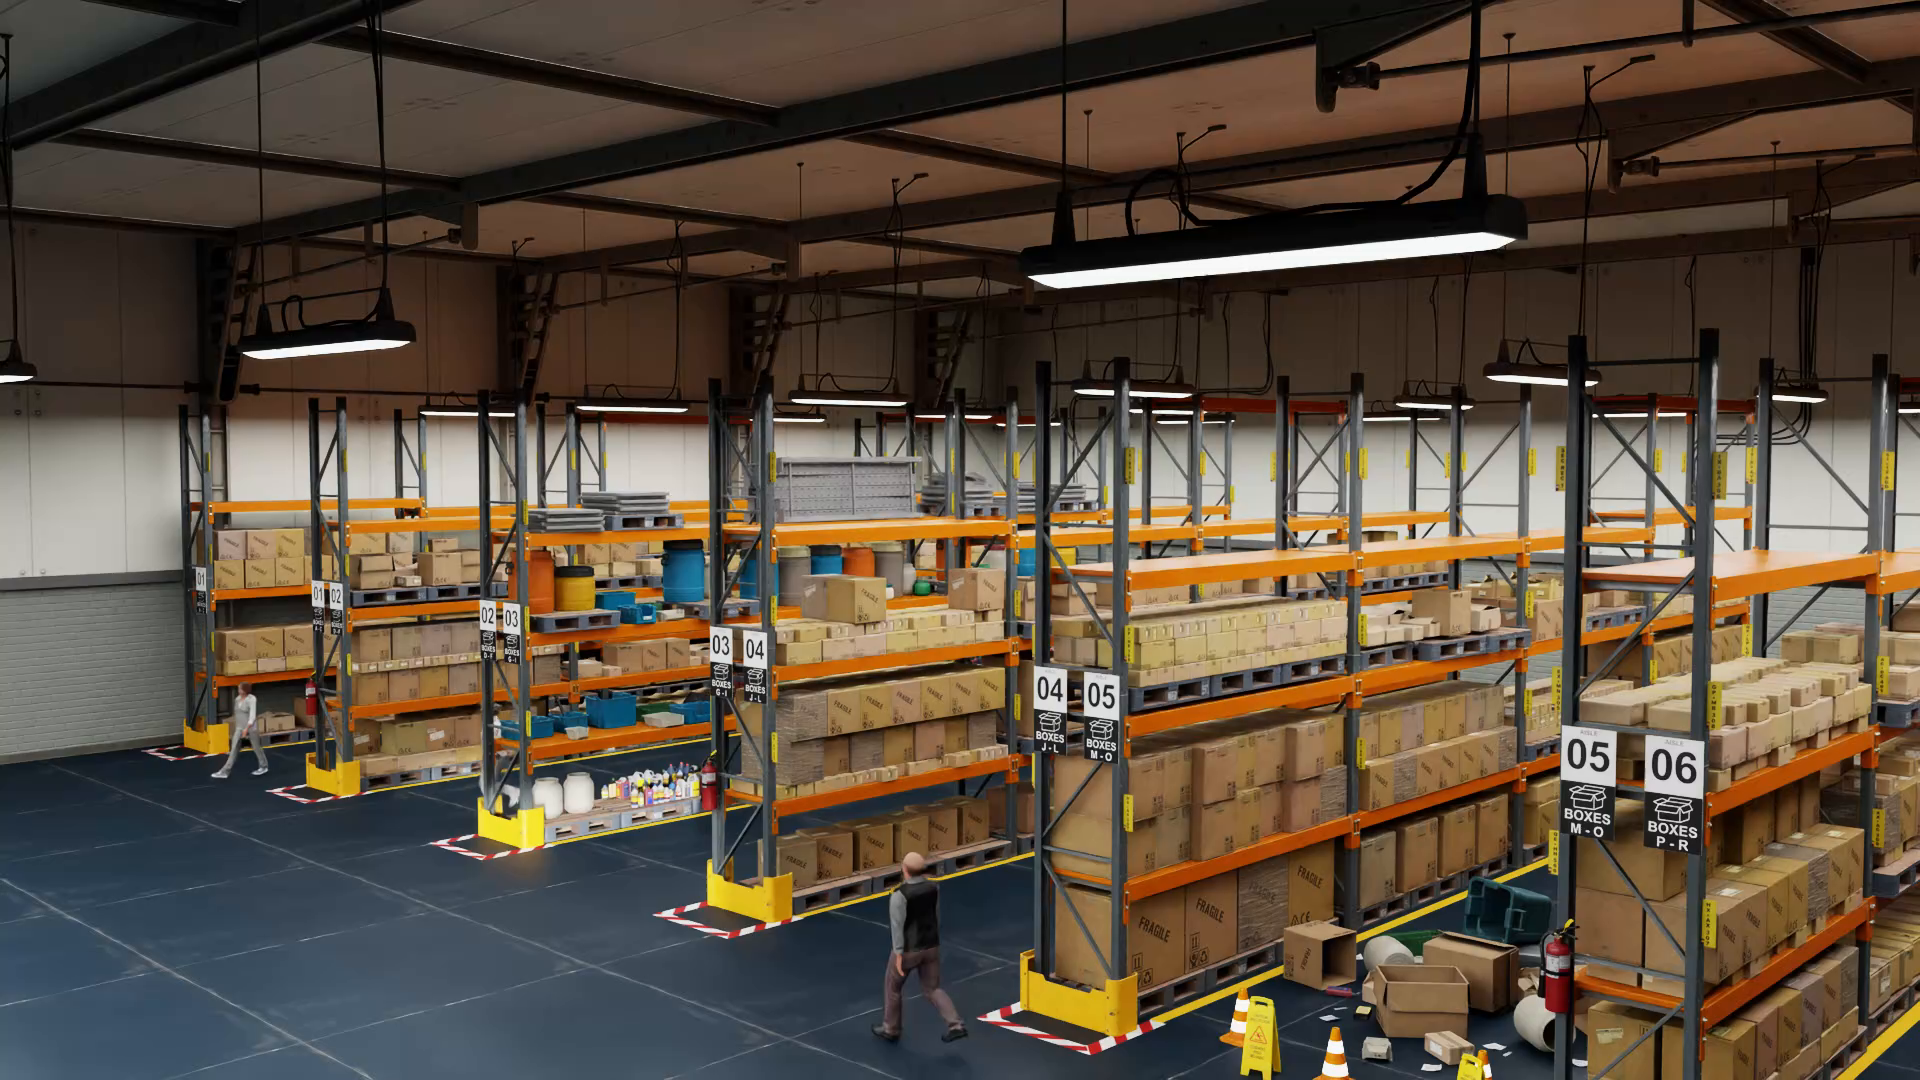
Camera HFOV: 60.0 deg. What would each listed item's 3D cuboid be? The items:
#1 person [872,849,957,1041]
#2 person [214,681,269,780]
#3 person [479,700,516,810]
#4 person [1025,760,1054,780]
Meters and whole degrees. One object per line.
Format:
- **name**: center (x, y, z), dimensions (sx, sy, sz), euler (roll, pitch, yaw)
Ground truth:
- **person**: center (-0.439, 3.543, 14.466), dimensions (0.532, 1.699, 0.852), euler (-3, 4, -45)
- **person**: center (-11.330, 2.993, 26.260), dimensions (0.480, 1.534, 0.971), euler (0, 3, 6)
- **person**: center (-6.609, 3.101, 23.651), dimensions (0.504, 1.661, 0.501), euler (-1, 3, -20)
- **person**: center (1.229, 2.990, 25.424), dimensions (0.942, 1.624, 0.537), euler (-1, 3, -11)
